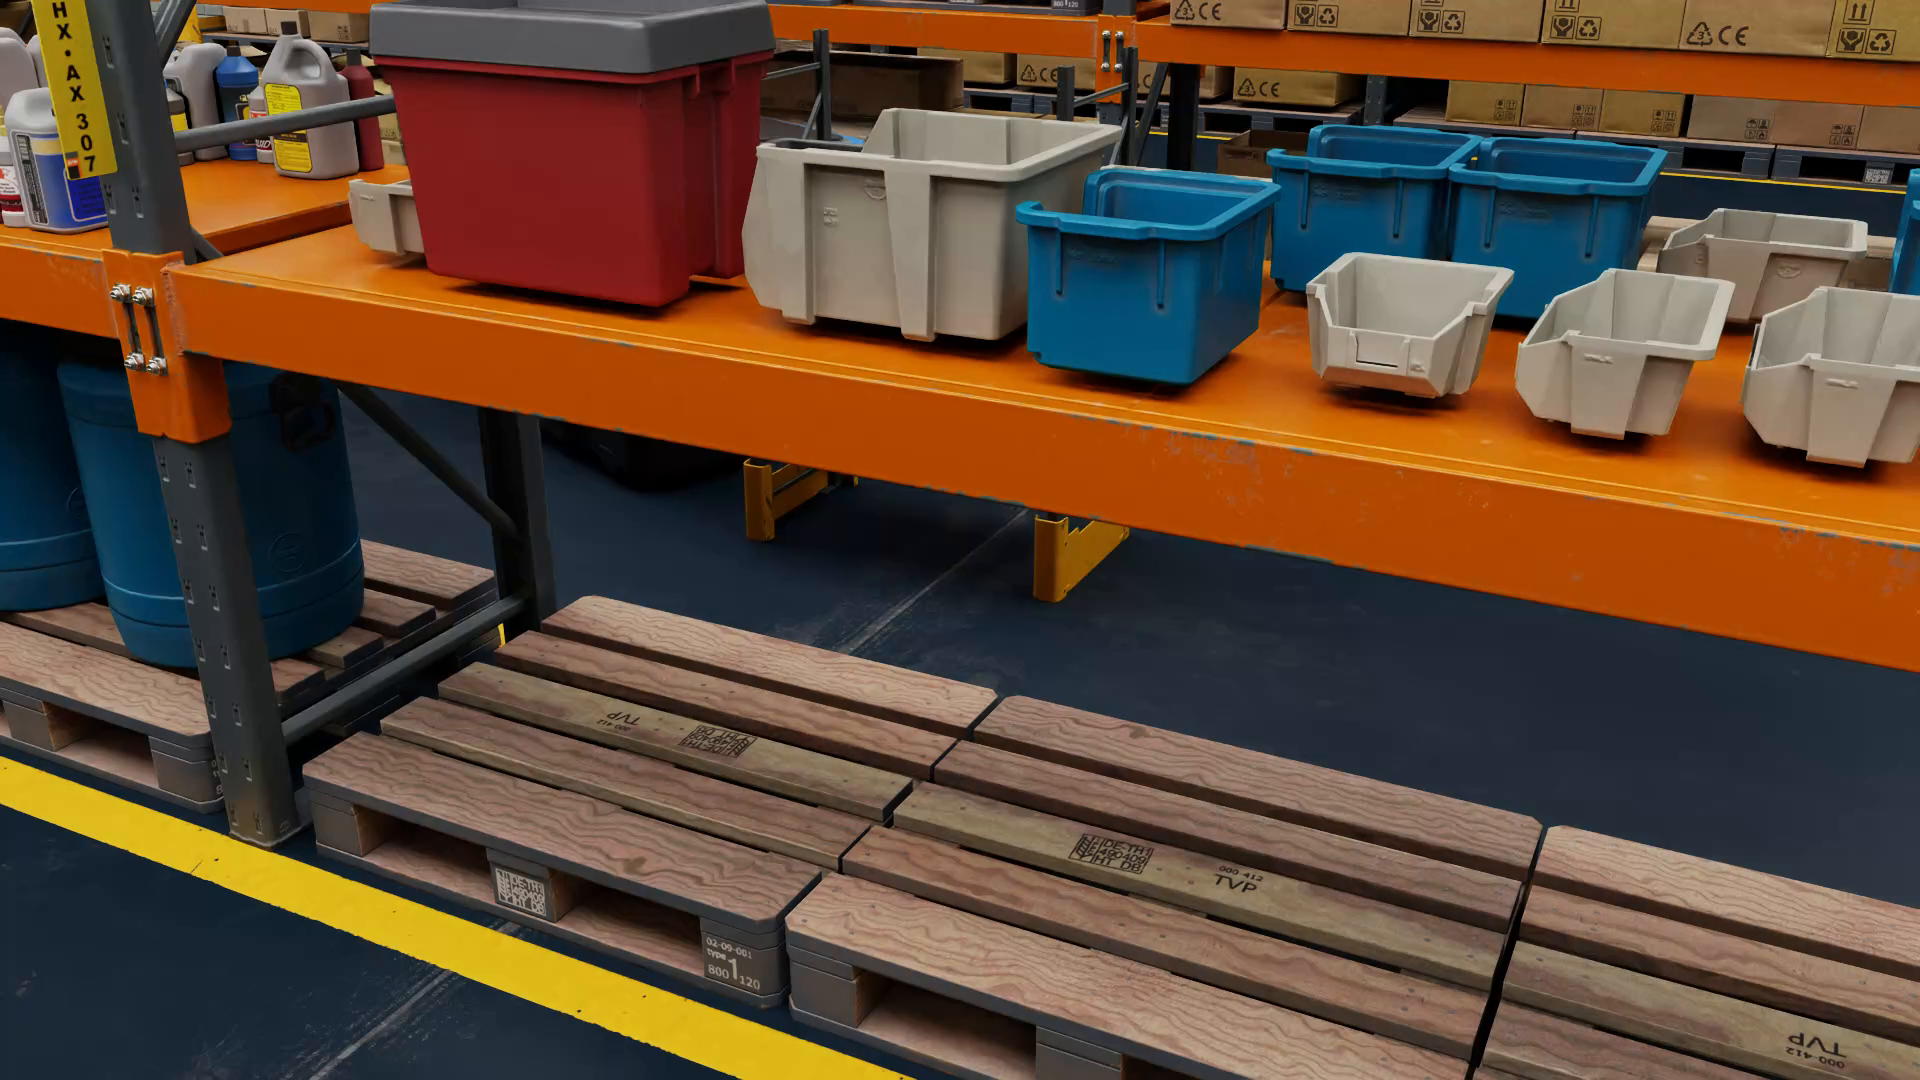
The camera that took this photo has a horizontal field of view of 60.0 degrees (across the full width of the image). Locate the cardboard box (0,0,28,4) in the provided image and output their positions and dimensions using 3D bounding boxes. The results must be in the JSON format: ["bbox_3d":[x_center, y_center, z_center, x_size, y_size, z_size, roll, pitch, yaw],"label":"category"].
[{"bbox_3d":[-6.962,-3.573,11.837,0.500,0.500,0.500,11,25,25],"label":"cardboard box"}]

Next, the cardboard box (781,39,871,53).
[{"bbox_3d":[-1.104,-4.209,13.946,0.500,0.500,0.700,12,26,25],"label":"cardboard box"}]

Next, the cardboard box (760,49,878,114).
[{"bbox_3d":[-0.762,-2.443,8.836,0.500,0.250,0.500,11,25,24],"label":"cardboard box"}]

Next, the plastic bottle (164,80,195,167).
[{"bbox_3d":[-1.946,-1.022,4.075,0.097,0.201,0.097,0,23,0],"label":"plastic bottle"}]

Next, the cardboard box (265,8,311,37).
[{"bbox_3d":[-6.492,-5.171,16.450,0.500,0.311,0.500,14,27,29],"label":"cardboard box"}]

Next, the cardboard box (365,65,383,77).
[{"bbox_3d":[-3.477,-2.788,10.233,0.500,0.311,0.500,11,25,23],"label":"cardboard box"}]

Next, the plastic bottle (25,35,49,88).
[{"bbox_3d":[-2.406,-1.203,4.403,0.135,0.276,0.152,11,25,25],"label":"plastic bottle"}]

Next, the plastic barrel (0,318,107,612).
[{"bbox_3d":[-2.448,-0.336,4.352,0.708,0.901,0.600,11,25,25],"label":"plastic barrel"}]

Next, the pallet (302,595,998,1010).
[{"bbox_3d":[-0.665,0.518,3.762,1.213,0.211,1.003,11,25,25],"label":"pallet"}]

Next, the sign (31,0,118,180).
[{"bbox_3d":[-1.588,-0.817,2.984,0.005,0.325,0.100,11,25,25],"label":"sign"}]

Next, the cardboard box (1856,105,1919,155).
[{"bbox_3d":[6.031,-2.767,10.580,0.500,0.500,0.700,11,25,25],"label":"cardboard box"}]

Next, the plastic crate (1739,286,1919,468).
[{"bbox_3d":[1.170,-0.218,2.191,0.243,0.136,0.396,11,25,25],"label":"plastic crate"}]

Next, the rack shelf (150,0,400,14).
[{"bbox_3d":[-4.455,-3.339,10.188,4.000,0.370,1.077,11,25,25],"label":"rack shelf"}]

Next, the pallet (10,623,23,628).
[{"bbox_3d":[-3.101,0.036,4.895,1.213,0.211,1.003,11,25,25],"label":"pallet"}]

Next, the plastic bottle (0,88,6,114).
[{"bbox_3d":[-2.241,-0.957,3.730,0.185,0.351,0.144,11,25,25],"label":"plastic bottle"}]

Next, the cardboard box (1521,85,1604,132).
[{"bbox_3d":[4.200,-3.127,11.427,0.500,0.500,0.700,11,25,24],"label":"cardboard box"}]

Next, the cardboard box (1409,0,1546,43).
[{"bbox_3d":[2.136,-2.293,6.681,0.500,0.500,0.500,11,25,24],"label":"cardboard box"}]

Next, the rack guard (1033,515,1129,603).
[{"bbox_3d":[0.376,-0.041,5.026,0.087,0.250,0.587,11,25,25],"label":"rack guard"}]

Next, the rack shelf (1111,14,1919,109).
[{"bbox_3d":[2.685,-1.926,6.866,4.000,0.370,1.077,11,25,25],"label":"rack shelf"}]

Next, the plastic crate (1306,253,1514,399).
[{"bbox_3d":[0.638,-0.305,2.394,0.250,0.136,0.298,11,25,25],"label":"plastic crate"}]

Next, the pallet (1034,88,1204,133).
[{"bbox_3d":[1.316,-3.383,12.935,1.213,0.211,1.003,11,25,25],"label":"pallet"}]

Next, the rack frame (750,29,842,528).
[{"bbox_3d":[-0.530,-0.795,5.203,0.032,1.500,0.500,11,25,25],"label":"rack frame"}]

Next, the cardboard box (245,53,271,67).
[{"bbox_3d":[-4.391,-2.969,10.659,0.500,0.311,0.500,11,25,24],"label":"cardboard box"}]

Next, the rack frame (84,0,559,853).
[{"bbox_3d":[-1.338,-0.881,3.489,0.127,3.000,1.000,11,25,25],"label":"rack frame"}]

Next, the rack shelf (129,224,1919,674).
[{"bbox_3d":[0.446,-0.197,2.800,4.000,0.370,1.077,11,25,25],"label":"rack shelf"}]

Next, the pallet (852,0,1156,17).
[{"bbox_3d":[0.236,-2.701,8.015,1.213,0.211,1.003,11,25,25],"label":"pallet"}]

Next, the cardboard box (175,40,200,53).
[{"bbox_3d":[-5.282,-3.148,11.080,0.500,0.311,0.500,12,26,26],"label":"cardboard box"}]

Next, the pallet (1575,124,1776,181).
[{"bbox_3d":[4.868,-2.682,11.286,1.213,0.211,1.003,11,25,25],"label":"pallet"}]

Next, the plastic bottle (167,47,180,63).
[{"bbox_3d":[-1.997,-1.132,4.242,0.097,0.271,0.097,0,23,0],"label":"plastic bottle"}]

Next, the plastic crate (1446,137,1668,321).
[{"bbox_3d":[0.984,-0.517,2.769,0.300,0.233,0.416,11,25,25],"label":"plastic crate"}]

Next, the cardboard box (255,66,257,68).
[{"bbox_3d":[-4.611,-2.778,10.210,0.500,0.311,0.500,12,26,26],"label":"cardboard box"}]

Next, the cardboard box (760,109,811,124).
[{"bbox_3d":[-1.009,-1.918,8.558,0.500,0.500,0.500,10,25,23],"label":"cardboard box"}]

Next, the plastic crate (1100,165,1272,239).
[{"bbox_3d":[0.351,-0.585,3.053,0.466,0.136,0.293,11,25,25],"label":"plastic crate"}]

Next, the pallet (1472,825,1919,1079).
[{"bbox_3d":[1.513,0.949,2.749,1.213,0.211,1.003,11,25,25],"label":"pallet"}]

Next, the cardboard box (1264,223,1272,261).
[{"bbox_3d":[1.177,-1.426,7.644,0.500,0.311,0.500,11,25,25],"label":"cardboard box"}]

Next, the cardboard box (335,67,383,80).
[{"bbox_3d":[-3.715,-2.599,9.789,0.500,0.311,0.500,11,25,24],"label":"cardboard box"}]

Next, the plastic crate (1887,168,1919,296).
[{"bbox_3d":[1.572,-0.400,2.496,0.300,0.233,0.416,11,25,25],"label":"plastic crate"}]

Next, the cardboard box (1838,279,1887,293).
[{"bbox_3d":[3.552,-0.916,6.629,0.250,0.166,0.380,11,25,25],"label":"cardboard box"}]

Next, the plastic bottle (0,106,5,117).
[{"bbox_3d":[-2.122,-0.858,3.688,0.097,0.201,0.097,0,23,0],"label":"plastic bottle"}]

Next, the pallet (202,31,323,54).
[{"bbox_3d":[-6.801,-5.008,16.756,1.213,0.211,1.003,11,25,25],"label":"pallet"}]

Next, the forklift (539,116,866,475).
[{"bbox_3d":[-1.568,-2.076,6.386,1.130,2.935,3.031,-17,28,-34],"label":"forklift"}]

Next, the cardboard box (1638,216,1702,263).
[{"bbox_3d":[3.220,-1.213,7.221,0.500,0.250,0.500,11,25,25],"label":"cardboard box"}]

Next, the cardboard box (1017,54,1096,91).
[{"bbox_3d":[0.938,-3.919,12.843,0.750,0.750,0.750,11,25,24],"label":"cardboard box"}]

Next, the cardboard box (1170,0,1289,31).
[{"bbox_3d":[1.232,-2.471,7.101,0.500,0.500,0.500,12,26,26],"label":"cardboard box"}]

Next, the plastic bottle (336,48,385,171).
[{"bbox_3d":[-1.473,-1.041,4.015,0.133,0.283,0.061,11,25,25],"label":"plastic bottle"}]

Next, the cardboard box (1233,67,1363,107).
[{"bbox_3d":[2.493,-3.615,12.127,0.750,0.750,0.750,12,26,25],"label":"cardboard box"}]

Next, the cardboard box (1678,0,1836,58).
[{"bbox_3d":[3.040,-2.115,6.262,0.500,0.500,0.500,11,26,25],"label":"cardboard box"}]

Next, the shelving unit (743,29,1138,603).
[{"bbox_3d":[-0.068,-0.704,4.988,1.083,1.500,0.587,11,25,25],"label":"shelving unit"}]

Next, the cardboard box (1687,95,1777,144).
[{"bbox_3d":[5.136,-2.944,10.996,0.500,0.500,0.700,10,25,23],"label":"cardboard box"}]

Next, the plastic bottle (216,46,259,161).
[{"bbox_3d":[-1.790,-1.091,4.146,0.097,0.271,0.097,0,23,0],"label":"plastic bottle"}]

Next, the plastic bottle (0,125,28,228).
[{"bbox_3d":[-1.952,-0.757,3.452,0.097,0.201,0.097,0,23,0],"label":"plastic bottle"}]

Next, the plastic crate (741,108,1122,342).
[{"bbox_3d":[-0.059,-0.520,2.716,0.530,0.282,0.437,11,25,25],"label":"plastic crate"}]

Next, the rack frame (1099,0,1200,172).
[{"bbox_3d":[0.900,-2.611,7.556,0.127,3.000,1.000,11,25,25],"label":"rack frame"}]

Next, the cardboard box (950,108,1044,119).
[{"bbox_3d":[0.097,-1.924,8.572,0.500,0.500,0.500,12,26,25],"label":"cardboard box"}]

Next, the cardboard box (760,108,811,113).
[{"bbox_3d":[-0.796,-2.104,8.996,0.500,0.500,0.500,10,25,23],"label":"cardboard box"}]

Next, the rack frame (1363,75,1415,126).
[{"bbox_3d":[3.132,-4.341,11.626,0.127,3.000,1.000,11,25,25],"label":"rack frame"}]

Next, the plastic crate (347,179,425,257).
[{"bbox_3d":[-0.988,-0.655,3.219,0.243,0.136,0.396,11,25,25],"label":"plastic crate"}]
